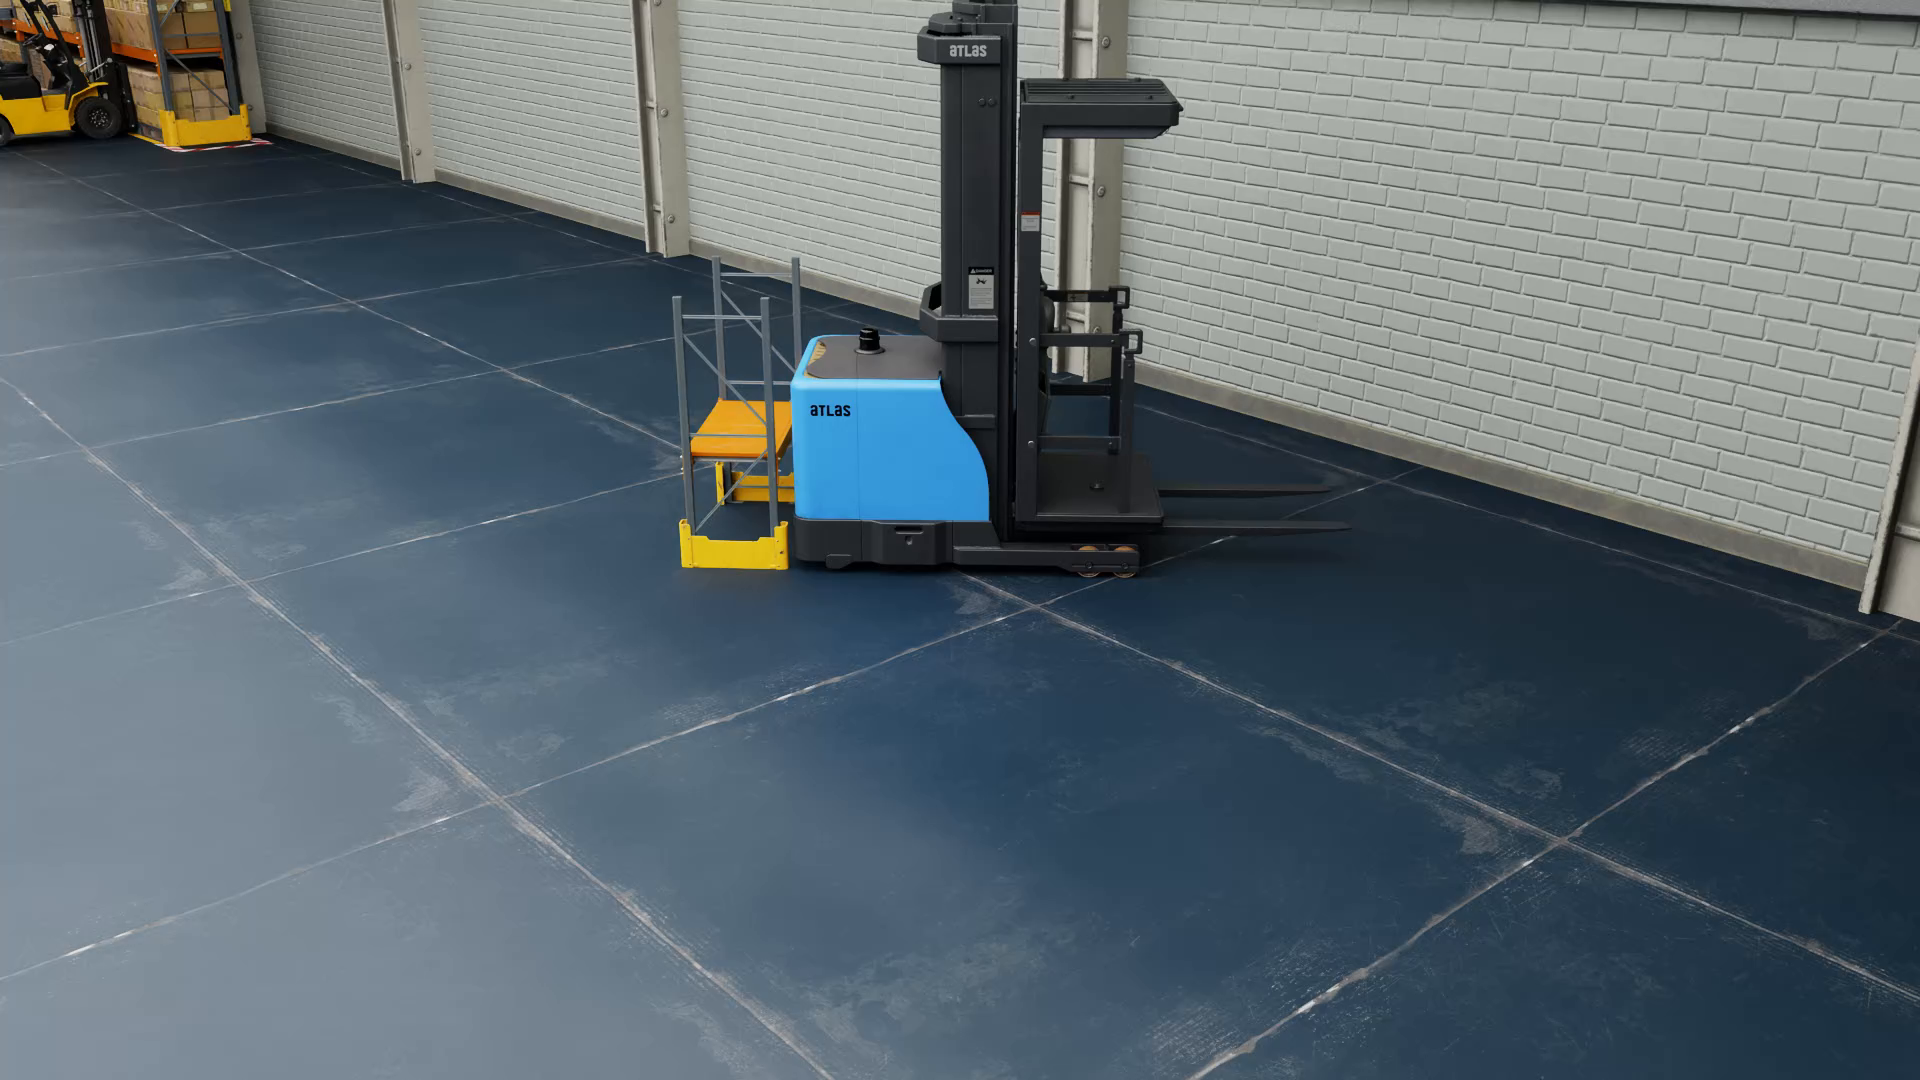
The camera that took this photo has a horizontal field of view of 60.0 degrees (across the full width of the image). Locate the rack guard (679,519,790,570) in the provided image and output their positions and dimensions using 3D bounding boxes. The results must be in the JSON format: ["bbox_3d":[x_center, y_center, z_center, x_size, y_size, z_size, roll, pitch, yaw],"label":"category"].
[{"bbox_3d":[-1.230,0.024,9.079,0.587,0.250,0.087,1,21,3],"label":"rack guard"}]

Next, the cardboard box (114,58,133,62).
[{"bbox_3d":[-13.237,-7.372,26.016,0.500,0.250,0.500,-17,27,-37],"label":"cardboard box"}]

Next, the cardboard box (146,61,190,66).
[{"bbox_3d":[-12.177,-7.218,25.623,0.500,0.250,0.500,-18,28,-38],"label":"cardboard box"}]

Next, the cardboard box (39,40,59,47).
[{"bbox_3d":[-16.732,-9.130,30.643,0.380,0.149,0.250,-17,27,-37],"label":"cardboard box"}]

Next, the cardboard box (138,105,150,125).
[{"bbox_3d":[-11.893,-6.348,24.772,0.500,0.250,0.500,-17,27,-37],"label":"cardboard box"}]

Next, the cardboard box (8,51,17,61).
[{"bbox_3d":[-17.009,-8.686,30.401,0.500,0.500,0.500,-18,28,-38],"label":"cardboard box"}]

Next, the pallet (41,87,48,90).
[{"bbox_3d":[-15.744,-7.913,29.398,1.003,0.211,1.213,-17,27,-37],"label":"pallet"}]

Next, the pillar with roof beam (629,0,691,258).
[{"bbox_3d":[-6.230,-6.098,12.715,9.100,9.000,0.400,-17,27,-37],"label":"pillar with roof beam"}]

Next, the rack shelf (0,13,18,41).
[{"bbox_3d":[-17.557,-9.666,31.036,1.077,0.370,4.000,-17,27,-37],"label":"rack shelf"}]

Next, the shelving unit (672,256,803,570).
[{"bbox_3d":[-1.199,-0.739,9.314,0.587,1.500,1.083,1,21,3],"label":"shelving unit"}]

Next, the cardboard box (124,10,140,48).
[{"bbox_3d":[-11.882,-7.504,24.392,0.500,0.500,0.500,-16,27,-36],"label":"cardboard box"}]

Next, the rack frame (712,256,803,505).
[{"bbox_3d":[-1.168,-0.921,9.778,0.500,1.500,0.032,1,21,3],"label":"rack frame"}]

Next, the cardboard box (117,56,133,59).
[{"bbox_3d":[-13.173,-7.634,26.686,0.500,0.250,0.500,-17,27,-36],"label":"cardboard box"}]

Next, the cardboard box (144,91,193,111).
[{"bbox_3d":[-11.584,-6.446,24.338,0.500,0.250,0.500,-18,28,-38],"label":"cardboard box"}]

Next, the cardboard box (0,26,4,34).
[{"bbox_3d":[-18.624,-9.803,31.954,0.380,0.149,0.250,-19,28,-40],"label":"cardboard box"}]

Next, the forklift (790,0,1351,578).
[{"bbox_3d":[0.622,-1.358,8.933,3.031,2.935,1.130,1,21,2],"label":"forklift"}]

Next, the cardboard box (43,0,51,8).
[{"bbox_3d":[-14.826,-8.864,27.522,0.500,0.250,0.500,-17,27,-36],"label":"cardboard box"}]

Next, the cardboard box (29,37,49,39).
[{"bbox_3d":[-17.241,-9.345,31.192,0.380,0.149,0.250,-17,27,-37],"label":"cardboard box"}]

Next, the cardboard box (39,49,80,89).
[{"bbox_3d":[-15.422,-8.184,28.946,0.875,0.625,0.625,-16,27,-36],"label":"cardboard box"}]

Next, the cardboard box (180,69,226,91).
[{"bbox_3d":[-11.200,-6.797,24.548,0.500,0.250,0.500,-18,28,-38],"label":"cardboard box"}]

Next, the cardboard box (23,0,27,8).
[{"bbox_3d":[-15.821,-9.292,28.615,0.500,0.250,0.500,-16,27,-36],"label":"cardboard box"}]

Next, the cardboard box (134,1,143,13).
[{"bbox_3d":[-11.658,-7.679,23.951,0.380,0.149,0.250,-17,27,-37],"label":"cardboard box"}]

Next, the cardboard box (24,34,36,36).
[{"bbox_3d":[-17.737,-9.564,31.752,0.380,0.149,0.250,-17,27,-36],"label":"cardboard box"}]

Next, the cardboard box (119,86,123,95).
[{"bbox_3d":[-12.580,-6.864,25.405,0.500,0.250,0.500,-18,27,-38],"label":"cardboard box"}]

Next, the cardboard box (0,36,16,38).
[{"bbox_3d":[-17.930,-9.379,31.279,0.380,0.149,0.250,-16,27,-36],"label":"cardboard box"}]

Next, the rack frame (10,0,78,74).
[{"bbox_3d":[-16.252,-9.448,29.494,1.000,3.000,0.127,-17,27,-37],"label":"rack frame"}]

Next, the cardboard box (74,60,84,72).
[{"bbox_3d":[-13.990,-7.575,27.390,0.875,0.625,0.625,-16,26,-35],"label":"cardboard box"}]

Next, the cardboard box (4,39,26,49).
[{"bbox_3d":[-17.407,-9.162,30.725,0.380,0.149,0.250,-18,28,-38],"label":"cardboard box"}]

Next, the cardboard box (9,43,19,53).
[{"bbox_3d":[-16.968,-8.926,30.123,0.380,0.149,0.250,-19,28,-40],"label":"cardboard box"}]

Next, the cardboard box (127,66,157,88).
[{"bbox_3d":[-12.241,-6.949,24.935,0.500,0.250,0.500,-17,27,-37],"label":"cardboard box"}]

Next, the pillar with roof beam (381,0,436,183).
[{"bbox_3d":[-10.146,-7.756,16.947,9.100,9.000,0.400,-17,27,-37],"label":"pillar with roof beam"}]

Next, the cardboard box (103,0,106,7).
[{"bbox_3d":[-12.818,-8.181,25.231,0.380,0.149,0.250,-19,28,-39],"label":"cardboard box"}]

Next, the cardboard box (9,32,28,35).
[{"bbox_3d":[-18.228,-9.783,32.310,0.380,0.149,0.250,-17,27,-37],"label":"cardboard box"}]

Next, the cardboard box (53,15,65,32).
[{"bbox_3d":[-14.500,-8.488,27.248,0.500,0.250,0.500,-18,27,-38],"label":"cardboard box"}]

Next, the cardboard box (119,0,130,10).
[{"bbox_3d":[-12.144,-7.899,24.513,0.380,0.149,0.250,-19,28,-39],"label":"cardboard box"}]

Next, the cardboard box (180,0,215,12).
[{"bbox_3d":[-11.055,-7.742,24.111,0.380,0.149,0.250,-18,28,-39],"label":"cardboard box"}]

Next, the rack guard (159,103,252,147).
[{"bbox_3d":[-11.014,-6.068,24.290,1.175,0.500,0.348,-17,27,-37],"label":"rack guard"}]

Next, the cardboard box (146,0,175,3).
[{"bbox_3d":[-11.423,-7.774,23.785,0.380,0.149,0.250,-17,27,-37],"label":"cardboard box"}]

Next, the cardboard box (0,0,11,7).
[{"bbox_3d":[-16.971,-9.617,29.694,0.380,0.149,0.250,-17,27,-36],"label":"cardboard box"}]

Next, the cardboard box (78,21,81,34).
[{"bbox_3d":[-13.549,-8.205,26.183,0.500,0.500,0.500,-18,28,-39],"label":"cardboard box"}]

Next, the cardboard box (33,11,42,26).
[{"bbox_3d":[-15.481,-8.917,28.343,0.500,0.250,0.500,-19,28,-39],"label":"cardboard box"}]
